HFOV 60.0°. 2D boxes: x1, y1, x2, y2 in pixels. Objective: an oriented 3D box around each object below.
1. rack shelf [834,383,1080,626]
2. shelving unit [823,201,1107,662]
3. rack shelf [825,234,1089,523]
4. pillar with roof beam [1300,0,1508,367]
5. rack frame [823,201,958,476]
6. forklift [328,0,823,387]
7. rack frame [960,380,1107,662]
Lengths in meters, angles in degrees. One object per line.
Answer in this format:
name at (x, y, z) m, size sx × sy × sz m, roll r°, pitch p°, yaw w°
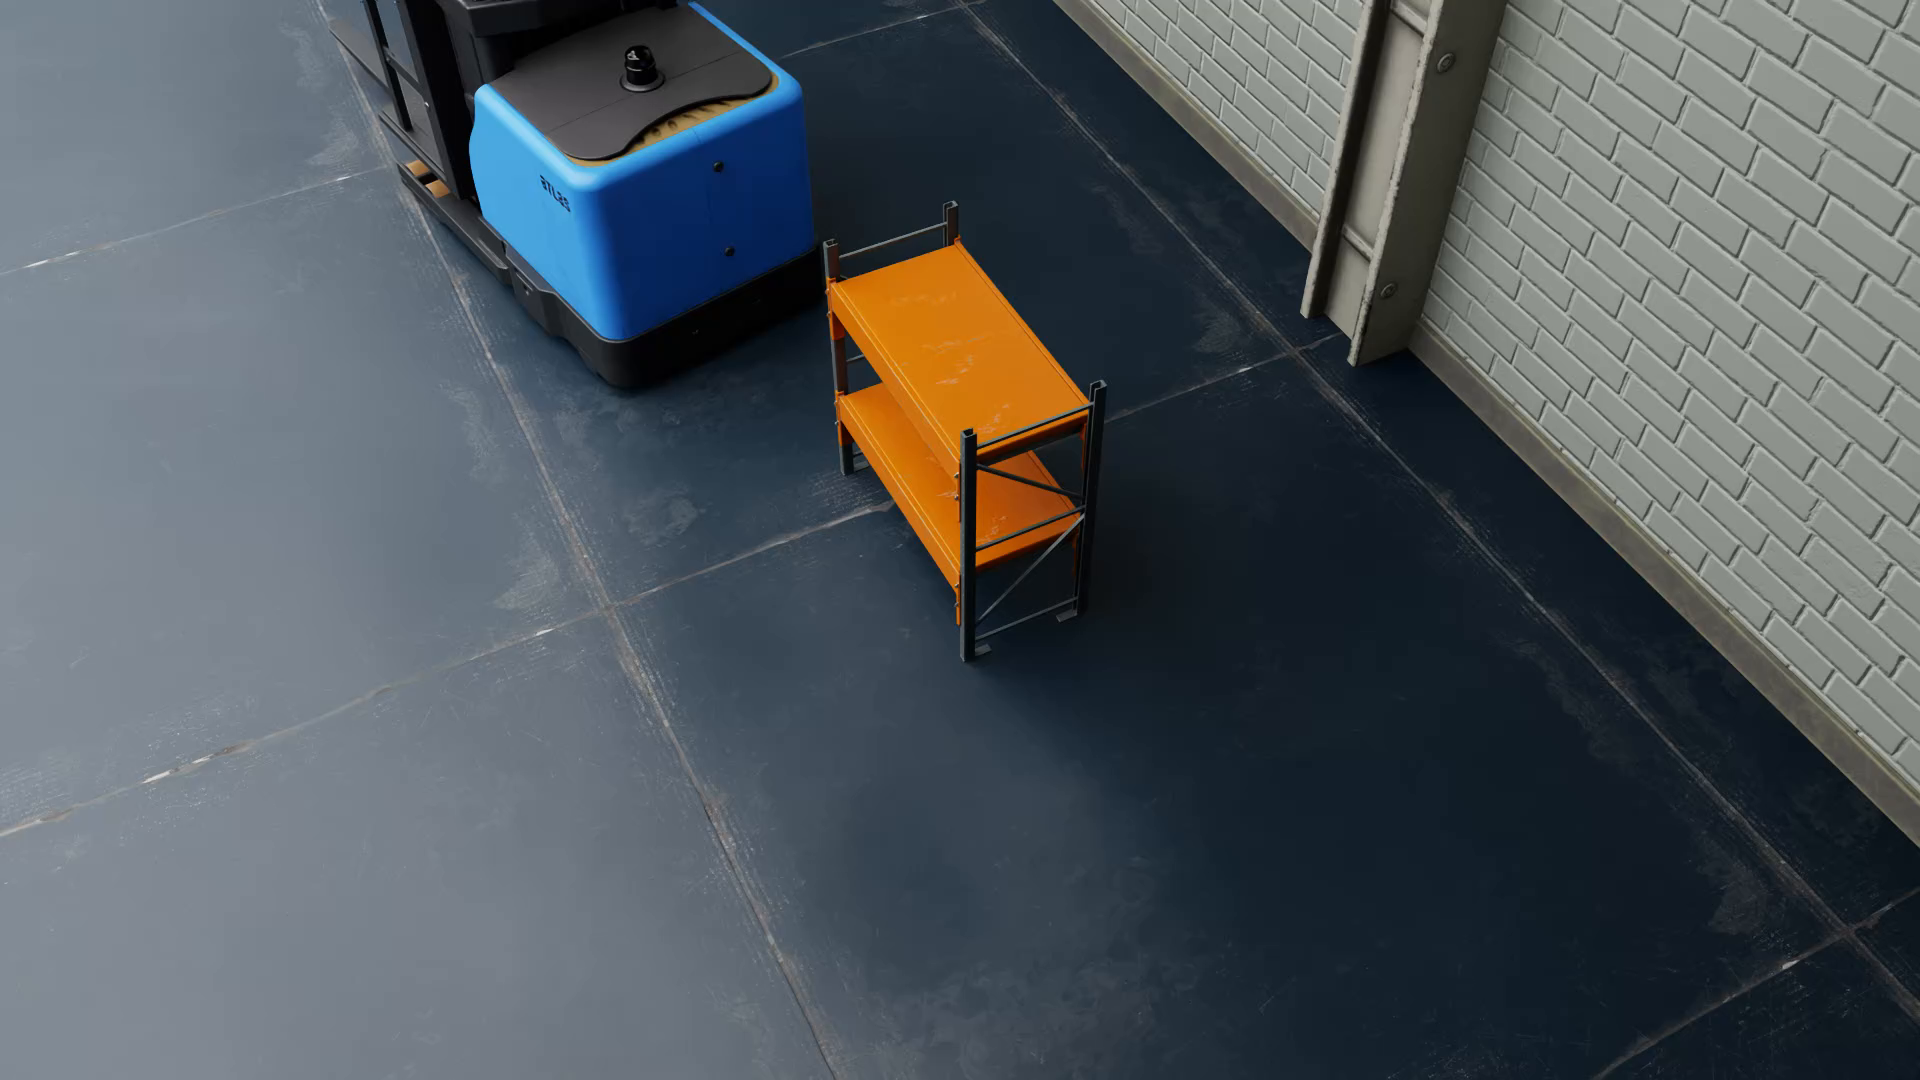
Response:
rack shelf at (-0.003, -0.214, 6.015) m, size 0.538 × 0.278 × 1.000 m, roll -21°, pitch 52°, yaw -18°
shelving unit at (-0.003, -0.375, 5.831) m, size 0.538 × 1.125 × 1.048 m, roll -21°, pitch 52°, yaw -18°
rack shelf at (-0.003, -0.568, 5.610) m, size 0.538 × 0.278 × 1.000 m, roll -21°, pitch 52°, yaw -18°
pillar with roof beam at (-2.151, -2.378, 2.352) m, size 9.100 × 9.000 × 0.400 m, roll -21°, pitch 52°, yaw -18°
rack frame at (-0.236, -0.715, 6.128) m, size 0.500 × 1.125 × 0.032 m, roll -21°, pitch 52°, yaw -18°
forklift at (-1.902, -2.635, 6.607) m, size 1.130 × 2.935 × 3.031 m, roll -31°, pitch 56°, yaw -24°
rack frame at (0.230, -0.035, 5.533) m, size 0.500 × 1.125 × 0.032 m, roll -21°, pitch 52°, yaw -18°
